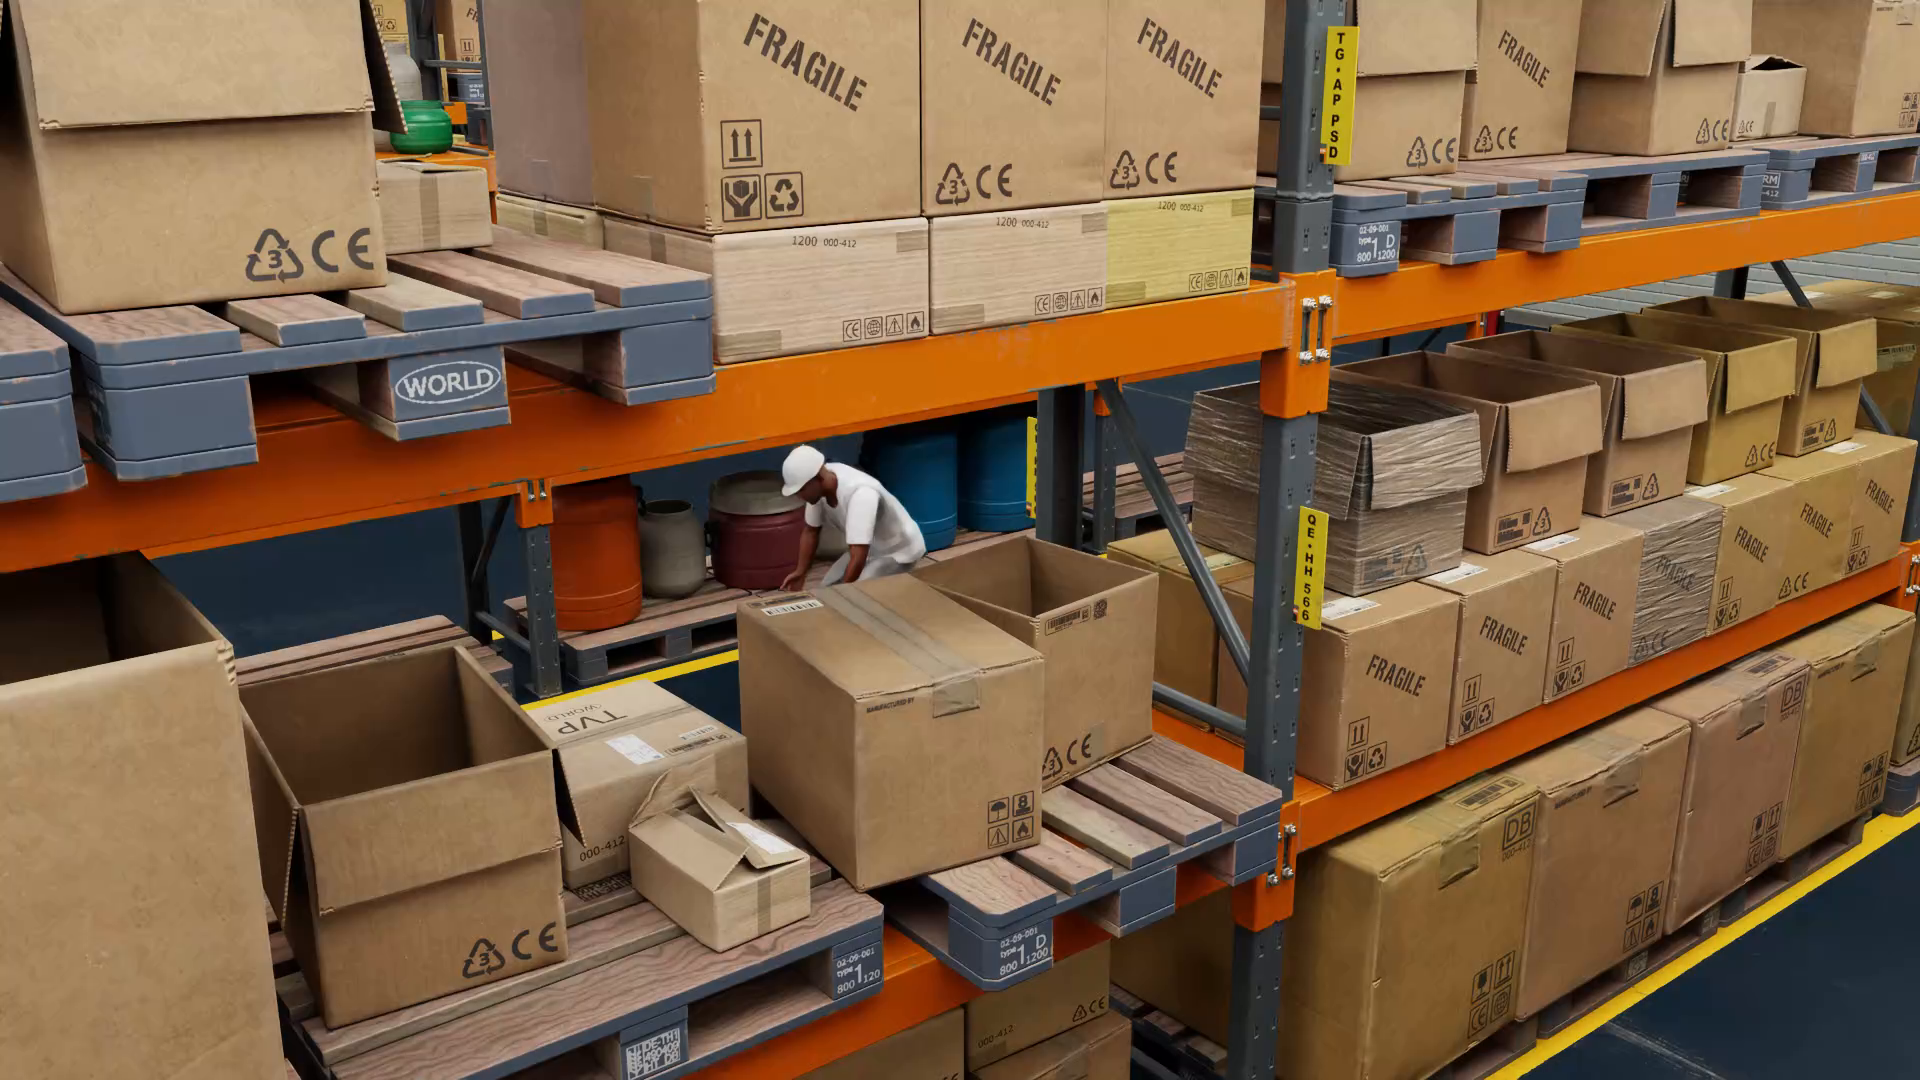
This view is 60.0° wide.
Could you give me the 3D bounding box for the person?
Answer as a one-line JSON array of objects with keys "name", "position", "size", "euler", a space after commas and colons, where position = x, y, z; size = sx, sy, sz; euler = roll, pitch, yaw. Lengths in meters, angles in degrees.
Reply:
[{"name": "person", "position": [-0.560, 0.122, 8.825], "size": [0.790, 1.346, 0.631], "euler": [-9, 20, -27]}]
